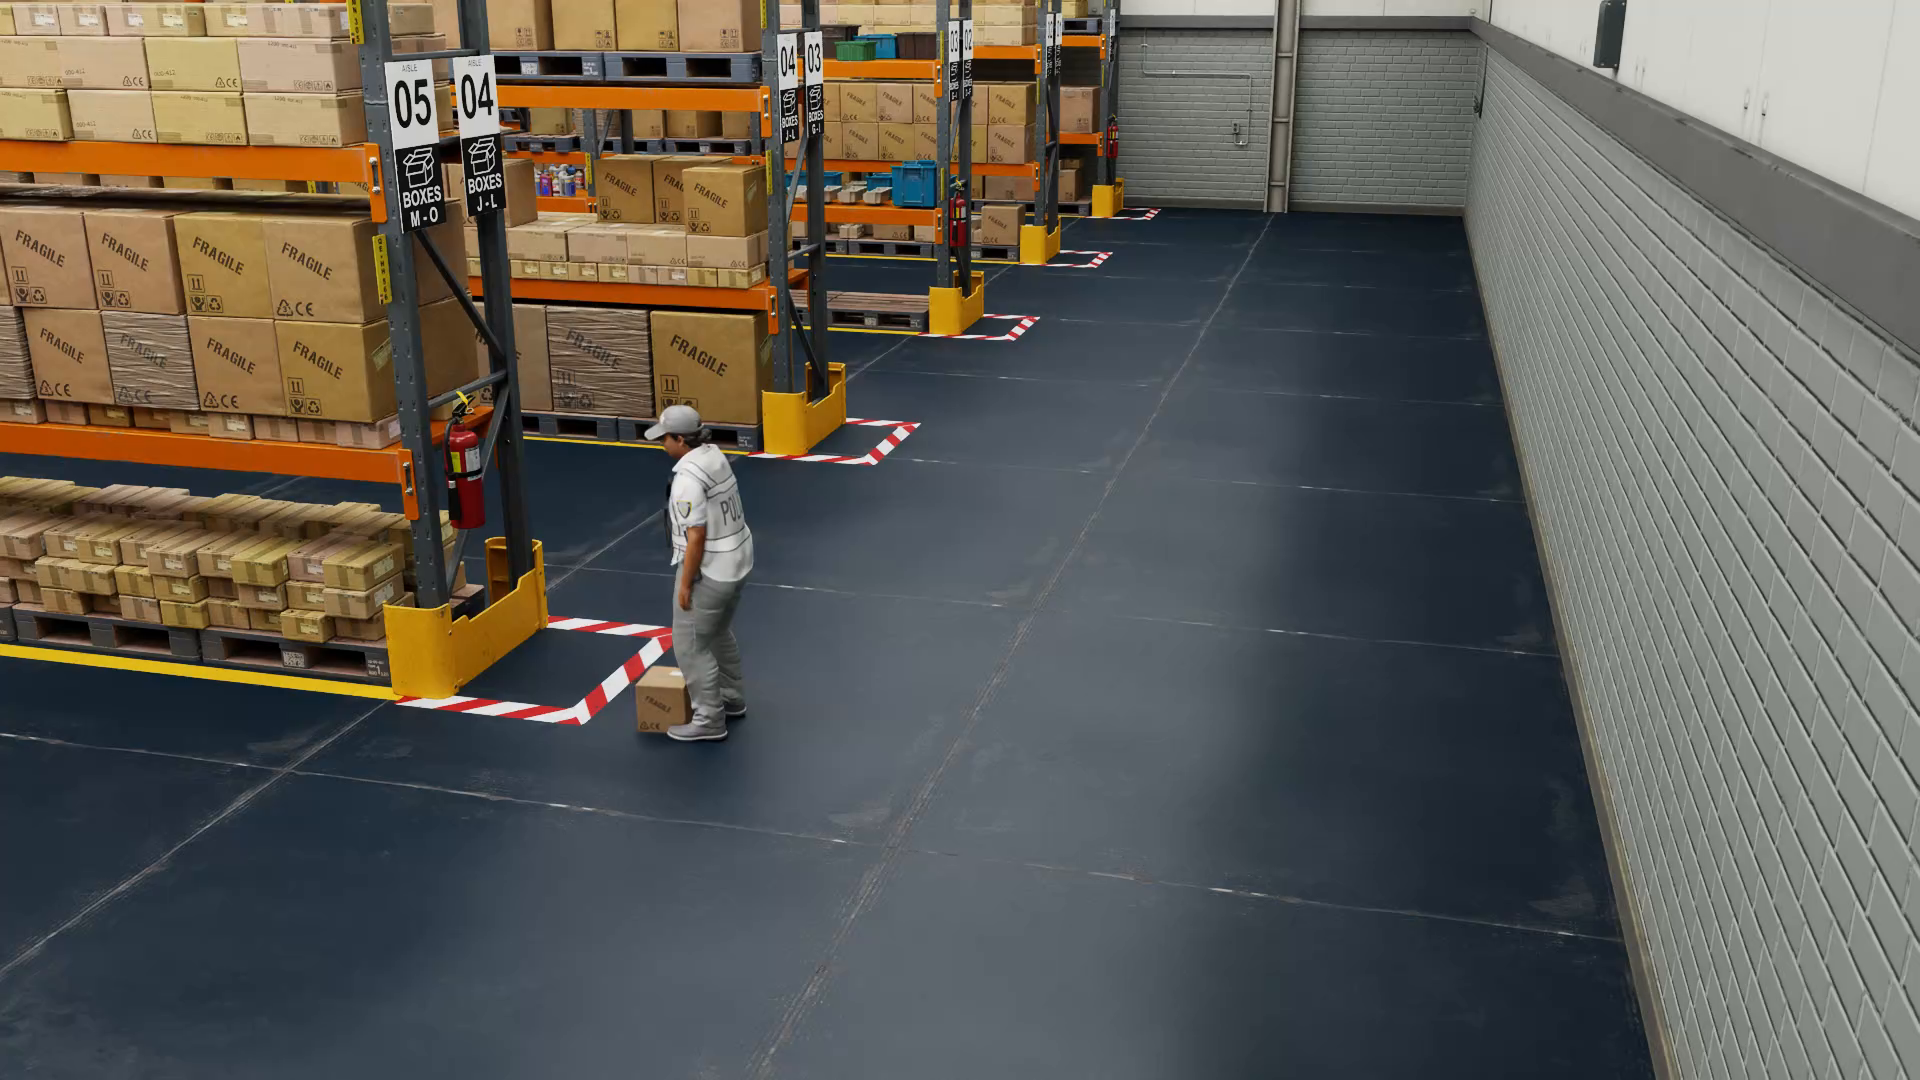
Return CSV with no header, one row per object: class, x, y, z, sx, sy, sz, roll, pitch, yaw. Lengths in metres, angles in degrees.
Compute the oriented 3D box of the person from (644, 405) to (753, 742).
person,-1.262,0.148,8.104,0.458,1.665,0.546,4,19,11
